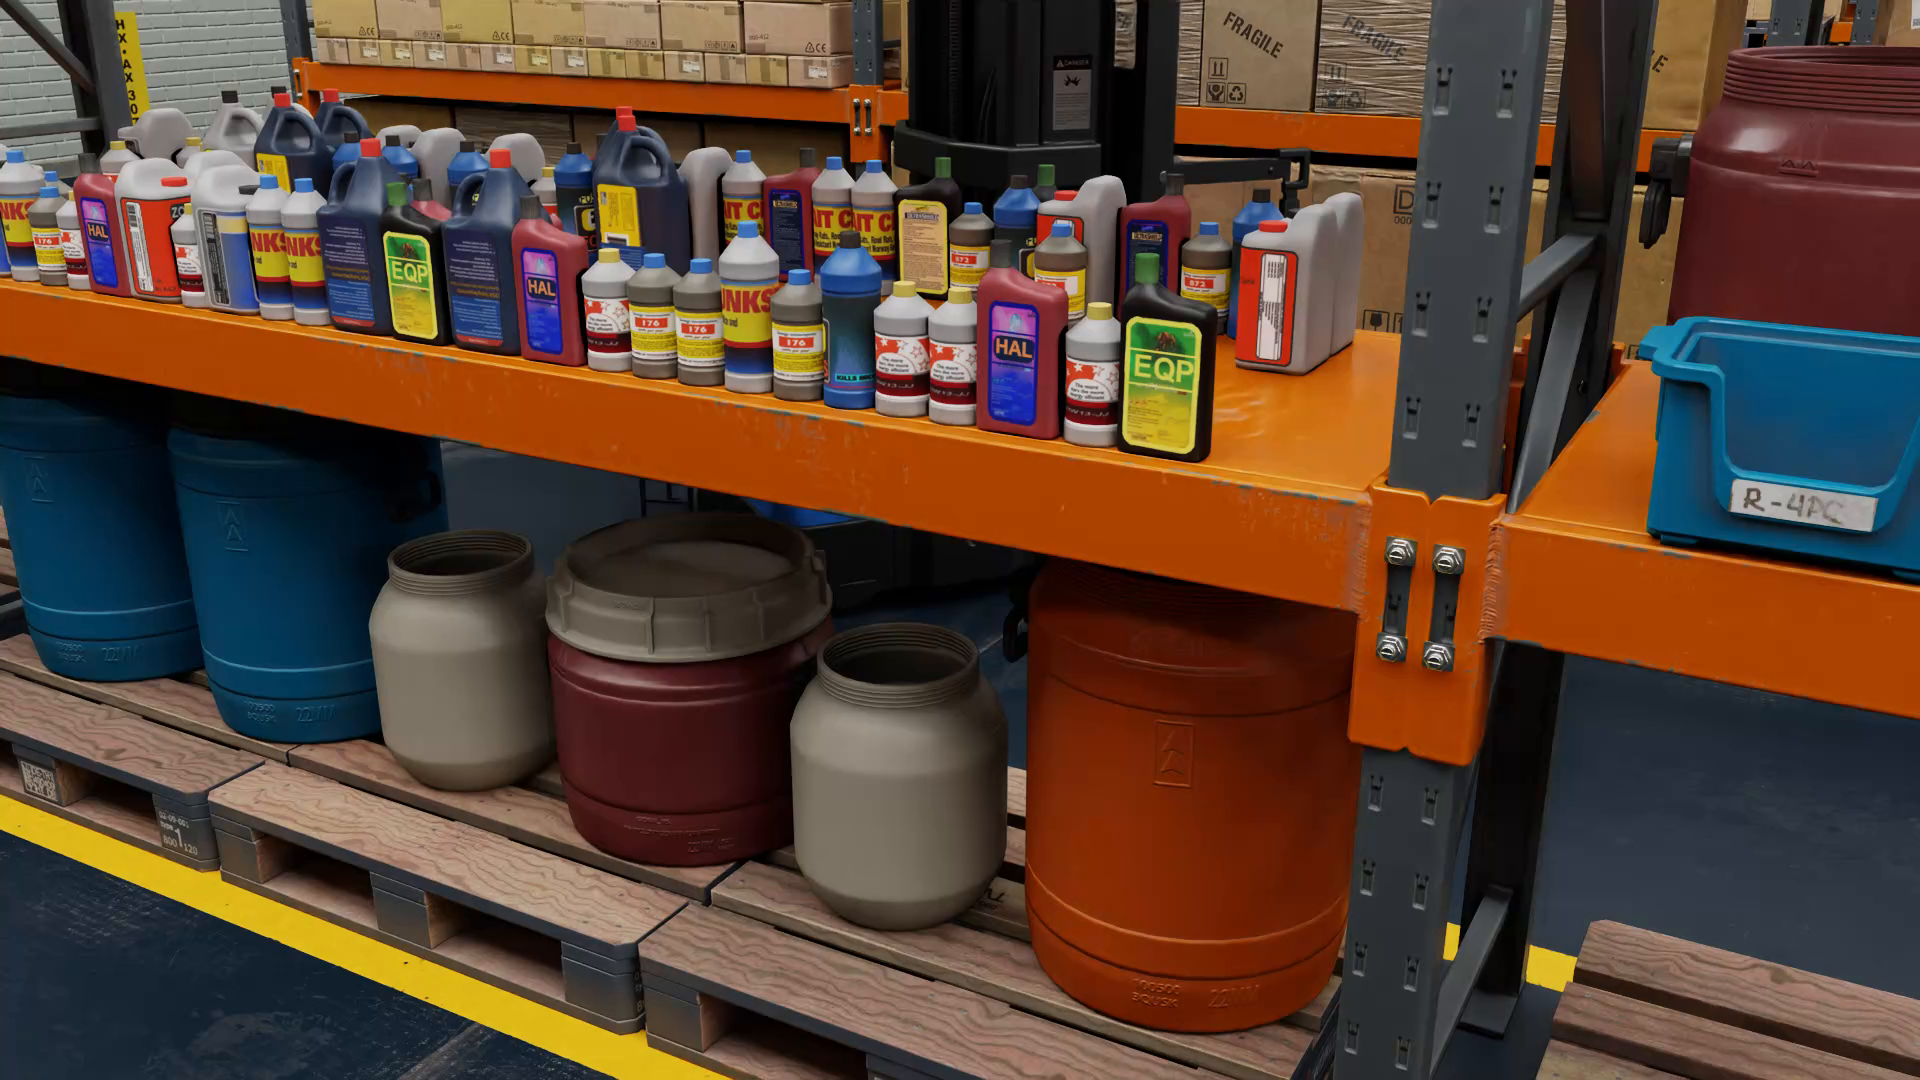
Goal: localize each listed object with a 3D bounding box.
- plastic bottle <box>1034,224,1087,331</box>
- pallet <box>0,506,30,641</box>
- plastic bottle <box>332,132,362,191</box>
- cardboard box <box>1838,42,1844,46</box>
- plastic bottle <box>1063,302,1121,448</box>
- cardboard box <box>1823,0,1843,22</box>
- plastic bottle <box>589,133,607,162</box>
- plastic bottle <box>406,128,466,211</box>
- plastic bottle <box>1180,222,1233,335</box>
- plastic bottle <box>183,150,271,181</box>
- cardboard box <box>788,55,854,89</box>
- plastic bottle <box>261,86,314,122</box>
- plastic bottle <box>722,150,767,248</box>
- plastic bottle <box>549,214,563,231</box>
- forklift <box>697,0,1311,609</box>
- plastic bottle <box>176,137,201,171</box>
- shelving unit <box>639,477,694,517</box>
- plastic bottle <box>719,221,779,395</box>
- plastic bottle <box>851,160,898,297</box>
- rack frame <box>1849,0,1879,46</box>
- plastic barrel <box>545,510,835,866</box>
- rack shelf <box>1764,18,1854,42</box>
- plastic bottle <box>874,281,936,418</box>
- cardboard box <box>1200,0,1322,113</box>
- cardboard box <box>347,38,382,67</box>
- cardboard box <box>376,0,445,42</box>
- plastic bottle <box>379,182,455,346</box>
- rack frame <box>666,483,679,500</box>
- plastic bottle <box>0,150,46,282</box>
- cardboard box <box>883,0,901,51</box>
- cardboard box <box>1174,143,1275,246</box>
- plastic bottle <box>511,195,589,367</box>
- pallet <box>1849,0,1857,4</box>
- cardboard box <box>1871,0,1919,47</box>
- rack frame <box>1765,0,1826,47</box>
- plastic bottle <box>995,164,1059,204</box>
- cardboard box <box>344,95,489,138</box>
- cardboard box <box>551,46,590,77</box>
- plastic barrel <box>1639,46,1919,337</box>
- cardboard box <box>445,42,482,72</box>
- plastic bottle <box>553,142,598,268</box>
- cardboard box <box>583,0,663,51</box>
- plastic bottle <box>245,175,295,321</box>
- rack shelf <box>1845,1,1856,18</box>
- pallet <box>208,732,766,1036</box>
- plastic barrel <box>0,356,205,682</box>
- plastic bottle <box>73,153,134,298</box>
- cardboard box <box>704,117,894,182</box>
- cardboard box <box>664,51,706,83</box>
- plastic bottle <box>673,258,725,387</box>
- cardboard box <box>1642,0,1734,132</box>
[{"bbox_3d":[0.186,-0.485,3.094,0.097,0.201,0.097,0,20,0],"label":"plastic bottle"},{"bbox_3d":[-3.298,0.162,5.110,1.213,0.211,1.003,11,23,27],"label":"pallet"},{"bbox_3d":[-1.421,-0.824,3.926,0.097,0.271,0.097,0,20,0],"label":"plastic bottle"},{"bbox_3d":[9.966,-5.610,19.031,0.250,0.149,0.380,10,22,25],"label":"cardboard box"},{"bbox_3d":[0.201,-0.245,2.432,0.097,0.201,0.097,0,20,0],"label":"plastic bottle"},{"bbox_3d":[7.535,-4.734,14.737,0.500,0.250,0.500,10,22,25],"label":"cardboard box"},{"bbox_3d":[-0.832,-0.784,3.798,0.133,0.283,0.061,11,23,27],"label":"plastic bottle"},{"bbox_3d":[-1.259,-0.844,3.974,0.135,0.276,0.152,11,23,27],"label":"plastic bottle"},{"bbox_3d":[0.462,-0.492,3.113,0.097,0.201,0.097,0,20,0],"label":"plastic bottle"},{"bbox_3d":[-1.537,-0.681,3.526,0.135,0.276,0.152,11,23,27],"label":"plastic bottle"},{"bbox_3d":[-0.648,-2.348,8.308,0.250,0.149,0.380,11,23,28],"label":"cardboard box"},{"bbox_3d":[-1.676,-0.960,4.184,0.185,0.351,0.144,11,23,27],"label":"plastic bottle"},{"bbox_3d":[-0.462,-0.700,3.586,0.097,0.271,0.097,0,20,0],"label":"plastic bottle"},{"bbox_3d":[-0.796,-0.522,3.077,0.133,0.283,0.061,11,23,27],"label":"plastic bottle"},{"bbox_3d":[0.631,-1.473,5.629,3.031,2.935,1.130,-8,22,-22],"label":"forklift"},{"bbox_3d":[-2.021,-0.965,4.417,0.097,0.201,0.097,0,20,0],"label":"plastic bottle"},{"bbox_3d":[-1.036,-0.602,5.985,0.215,1.050,0.252,4,20,12],"label":"shelving unit"},{"bbox_3d":[-0.340,-0.381,2.705,0.097,0.271,0.097,0,20,0],"label":"plastic bottle"},{"bbox_3d":[-0.175,-0.646,3.435,0.097,0.271,0.097,0,20,0],"label":"plastic bottle"},{"bbox_3d":[5.777,-3.307,10.584,0.127,3.000,1.000,11,23,27],"label":"rack frame"},{"bbox_3d":[-0.567,0.299,3.563,0.708,0.588,0.600,11,23,27],"label":"plastic barrel"},{"bbox_3d":[6.357,-4.792,15.733,4.000,0.370,1.077,11,23,27],"label":"rack shelf"},{"bbox_3d":[-0.085,-0.299,2.583,0.097,0.201,0.097,0,20,0],"label":"plastic bottle"},{"bbox_3d":[1.387,-2.158,7.269,0.500,0.500,0.500,11,23,28],"label":"cardboard box"},{"bbox_3d":[-3.340,-2.860,9.720,0.250,0.149,0.380,10,22,27],"label":"cardboard box"},{"bbox_3d":[-2.970,-3.003,9.528,0.500,0.250,0.500,10,22,27],"label":"cardboard box"},{"bbox_3d":[-0.982,-0.502,3.020,0.133,0.283,0.061,11,23,27],"label":"plastic bottle"},{"bbox_3d":[-1.009,-0.642,6.097,0.200,1.050,0.008,4,20,12],"label":"rack frame"},{"bbox_3d":[-2.012,-0.699,3.583,0.097,0.271,0.097,0,20,0],"label":"plastic bottle"},{"bbox_3d":[-0.504,-2.738,8.799,0.500,0.250,0.500,10,22,26],"label":"cardboard box"},{"bbox_3d":[1.127,-1.463,7.998,0.875,0.875,1.225,10,22,25],"label":"cardboard box"},{"bbox_3d":[-0.705,-0.449,2.874,0.133,0.283,0.061,11,23,27],"label":"plastic bottle"},{"bbox_3d":[9.894,-6.278,19.054,1.003,0.211,1.213,11,23,27],"label":"pallet"},{"bbox_3d":[3.761,-2.014,6.257,0.500,0.500,0.500,8,21,21],"label":"cardboard box"},{"bbox_3d":[3.270,-1.848,6.560,0.127,3.000,1.000,11,23,27],"label":"rack frame"},{"bbox_3d":[0.136,-0.599,3.290,0.133,0.283,0.061,11,23,27],"label":"plastic bottle"},{"bbox_3d":[-3.116,-2.294,10.291,0.875,0.875,0.875,11,23,27],"label":"cardboard box"},{"bbox_3d":[-1.992,-2.604,9.014,0.250,0.149,0.380,11,23,28],"label":"cardboard box"},{"bbox_3d":[1.407,-0.450,2.508,0.708,0.536,0.600,11,23,27],"label":"plastic barrel"},{"bbox_3d":[-2.667,-2.732,9.367,0.250,0.149,0.380,10,22,26],"label":"cardboard box"},{"bbox_3d":[-0.855,-0.752,3.727,0.097,0.271,0.097,0,20,0],"label":"plastic bottle"},{"bbox_3d":[-1.634,-2.748,8.825,0.500,0.250,0.500,11,23,28],"label":"cardboard box"},{"bbox_3d":[-1.321,-0.568,3.219,0.097,0.271,0.097,0,20,0],"label":"plastic bottle"},{"bbox_3d":[8.774,-6.271,19.808,4.000,0.370,1.077,11,23,27],"label":"rack shelf"},{"bbox_3d":[-0.915,0.616,3.858,1.213,0.211,1.003,11,23,27],"label":"pallet"},{"bbox_3d":[-2.171,-0.154,4.352,0.708,0.901,0.600,11,23,27],"label":"plastic barrel"},{"bbox_3d":[-1.750,-0.648,3.423,0.133,0.283,0.061,11,23,27],"label":"plastic bottle"},{"bbox_3d":[-0.759,-1.845,9.053,0.875,0.875,0.875,11,23,27],"label":"cardboard box"},{"bbox_3d":[-1.321,-2.476,8.661,0.250,0.149,0.380,11,23,28],"label":"cardboard box"},{"bbox_3d":[-0.425,-0.364,2.761,0.097,0.201,0.097,0,20,0],"label":"plastic bottle"},{"bbox_3d":[2.718,-1.903,6.566,0.500,0.500,0.500,12,23,29],"label":"cardboard box"}]
